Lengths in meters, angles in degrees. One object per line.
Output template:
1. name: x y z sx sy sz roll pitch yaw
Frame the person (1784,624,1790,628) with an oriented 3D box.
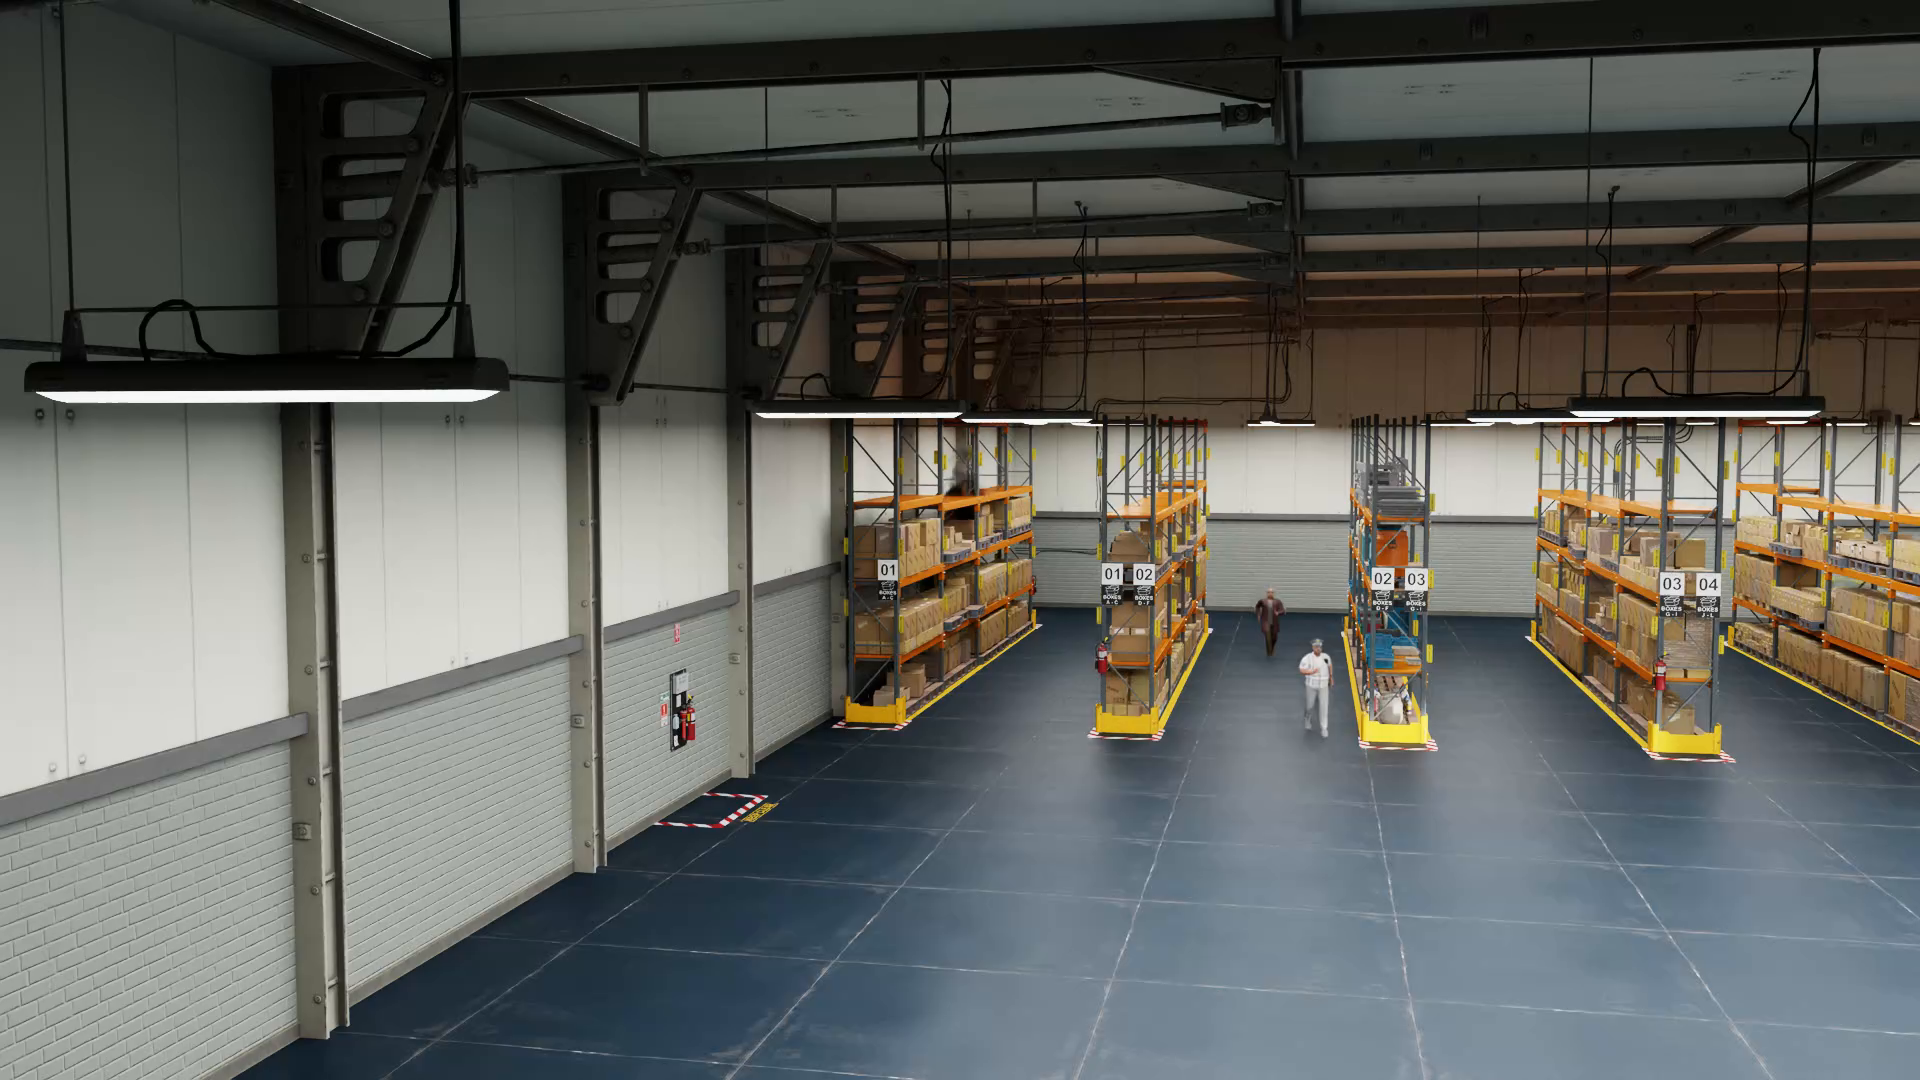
1. person: 22.435 1.838 44.652 0.969 1.767 0.694 0 4 6

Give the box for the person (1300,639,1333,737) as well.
1. person: 6.699 2.730 31.211 0.661 1.764 0.985 0 4 0

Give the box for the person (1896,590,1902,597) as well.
1. person: 25.073 1.930 44.489 0.654 1.736 0.607 1 4 13

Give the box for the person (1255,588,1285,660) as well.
1. person: 7.717 2.072 41.405 0.709 1.756 0.955 0 4 4
